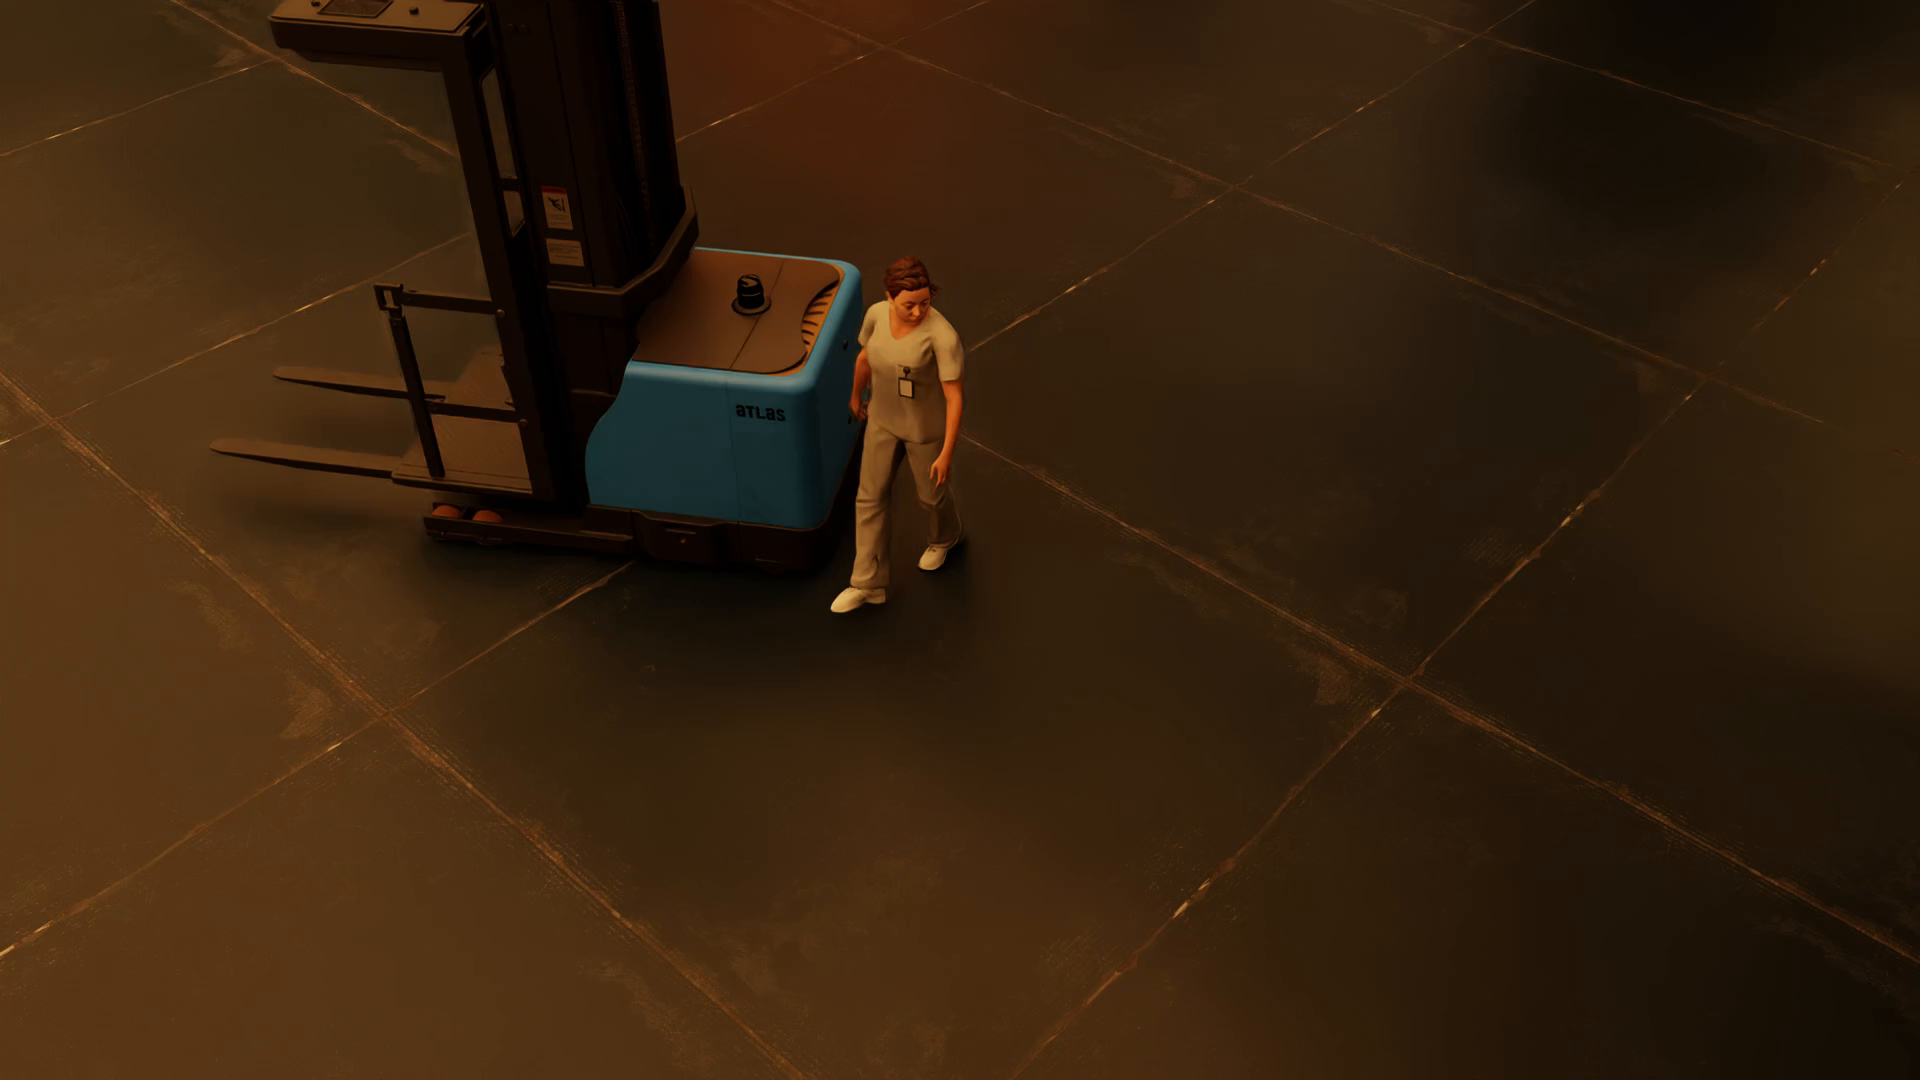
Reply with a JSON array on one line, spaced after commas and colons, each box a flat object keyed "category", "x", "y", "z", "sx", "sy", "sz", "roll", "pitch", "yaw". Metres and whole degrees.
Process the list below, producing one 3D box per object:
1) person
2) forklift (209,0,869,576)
[{"category": "person", "x": -0.271, "y": -0.430, "z": 6.926, "sx": 0.624, "sy": 1.640, "sz": 0.814, "roll": 18, "pitch": 44, "yaw": 20}, {"category": "forklift", "x": -1.996, "y": -1.417, "z": 7.080, "sx": 3.031, "sy": 2.935, "sz": 1.130, "roll": 7, "pitch": 41, "yaw": 8}]
